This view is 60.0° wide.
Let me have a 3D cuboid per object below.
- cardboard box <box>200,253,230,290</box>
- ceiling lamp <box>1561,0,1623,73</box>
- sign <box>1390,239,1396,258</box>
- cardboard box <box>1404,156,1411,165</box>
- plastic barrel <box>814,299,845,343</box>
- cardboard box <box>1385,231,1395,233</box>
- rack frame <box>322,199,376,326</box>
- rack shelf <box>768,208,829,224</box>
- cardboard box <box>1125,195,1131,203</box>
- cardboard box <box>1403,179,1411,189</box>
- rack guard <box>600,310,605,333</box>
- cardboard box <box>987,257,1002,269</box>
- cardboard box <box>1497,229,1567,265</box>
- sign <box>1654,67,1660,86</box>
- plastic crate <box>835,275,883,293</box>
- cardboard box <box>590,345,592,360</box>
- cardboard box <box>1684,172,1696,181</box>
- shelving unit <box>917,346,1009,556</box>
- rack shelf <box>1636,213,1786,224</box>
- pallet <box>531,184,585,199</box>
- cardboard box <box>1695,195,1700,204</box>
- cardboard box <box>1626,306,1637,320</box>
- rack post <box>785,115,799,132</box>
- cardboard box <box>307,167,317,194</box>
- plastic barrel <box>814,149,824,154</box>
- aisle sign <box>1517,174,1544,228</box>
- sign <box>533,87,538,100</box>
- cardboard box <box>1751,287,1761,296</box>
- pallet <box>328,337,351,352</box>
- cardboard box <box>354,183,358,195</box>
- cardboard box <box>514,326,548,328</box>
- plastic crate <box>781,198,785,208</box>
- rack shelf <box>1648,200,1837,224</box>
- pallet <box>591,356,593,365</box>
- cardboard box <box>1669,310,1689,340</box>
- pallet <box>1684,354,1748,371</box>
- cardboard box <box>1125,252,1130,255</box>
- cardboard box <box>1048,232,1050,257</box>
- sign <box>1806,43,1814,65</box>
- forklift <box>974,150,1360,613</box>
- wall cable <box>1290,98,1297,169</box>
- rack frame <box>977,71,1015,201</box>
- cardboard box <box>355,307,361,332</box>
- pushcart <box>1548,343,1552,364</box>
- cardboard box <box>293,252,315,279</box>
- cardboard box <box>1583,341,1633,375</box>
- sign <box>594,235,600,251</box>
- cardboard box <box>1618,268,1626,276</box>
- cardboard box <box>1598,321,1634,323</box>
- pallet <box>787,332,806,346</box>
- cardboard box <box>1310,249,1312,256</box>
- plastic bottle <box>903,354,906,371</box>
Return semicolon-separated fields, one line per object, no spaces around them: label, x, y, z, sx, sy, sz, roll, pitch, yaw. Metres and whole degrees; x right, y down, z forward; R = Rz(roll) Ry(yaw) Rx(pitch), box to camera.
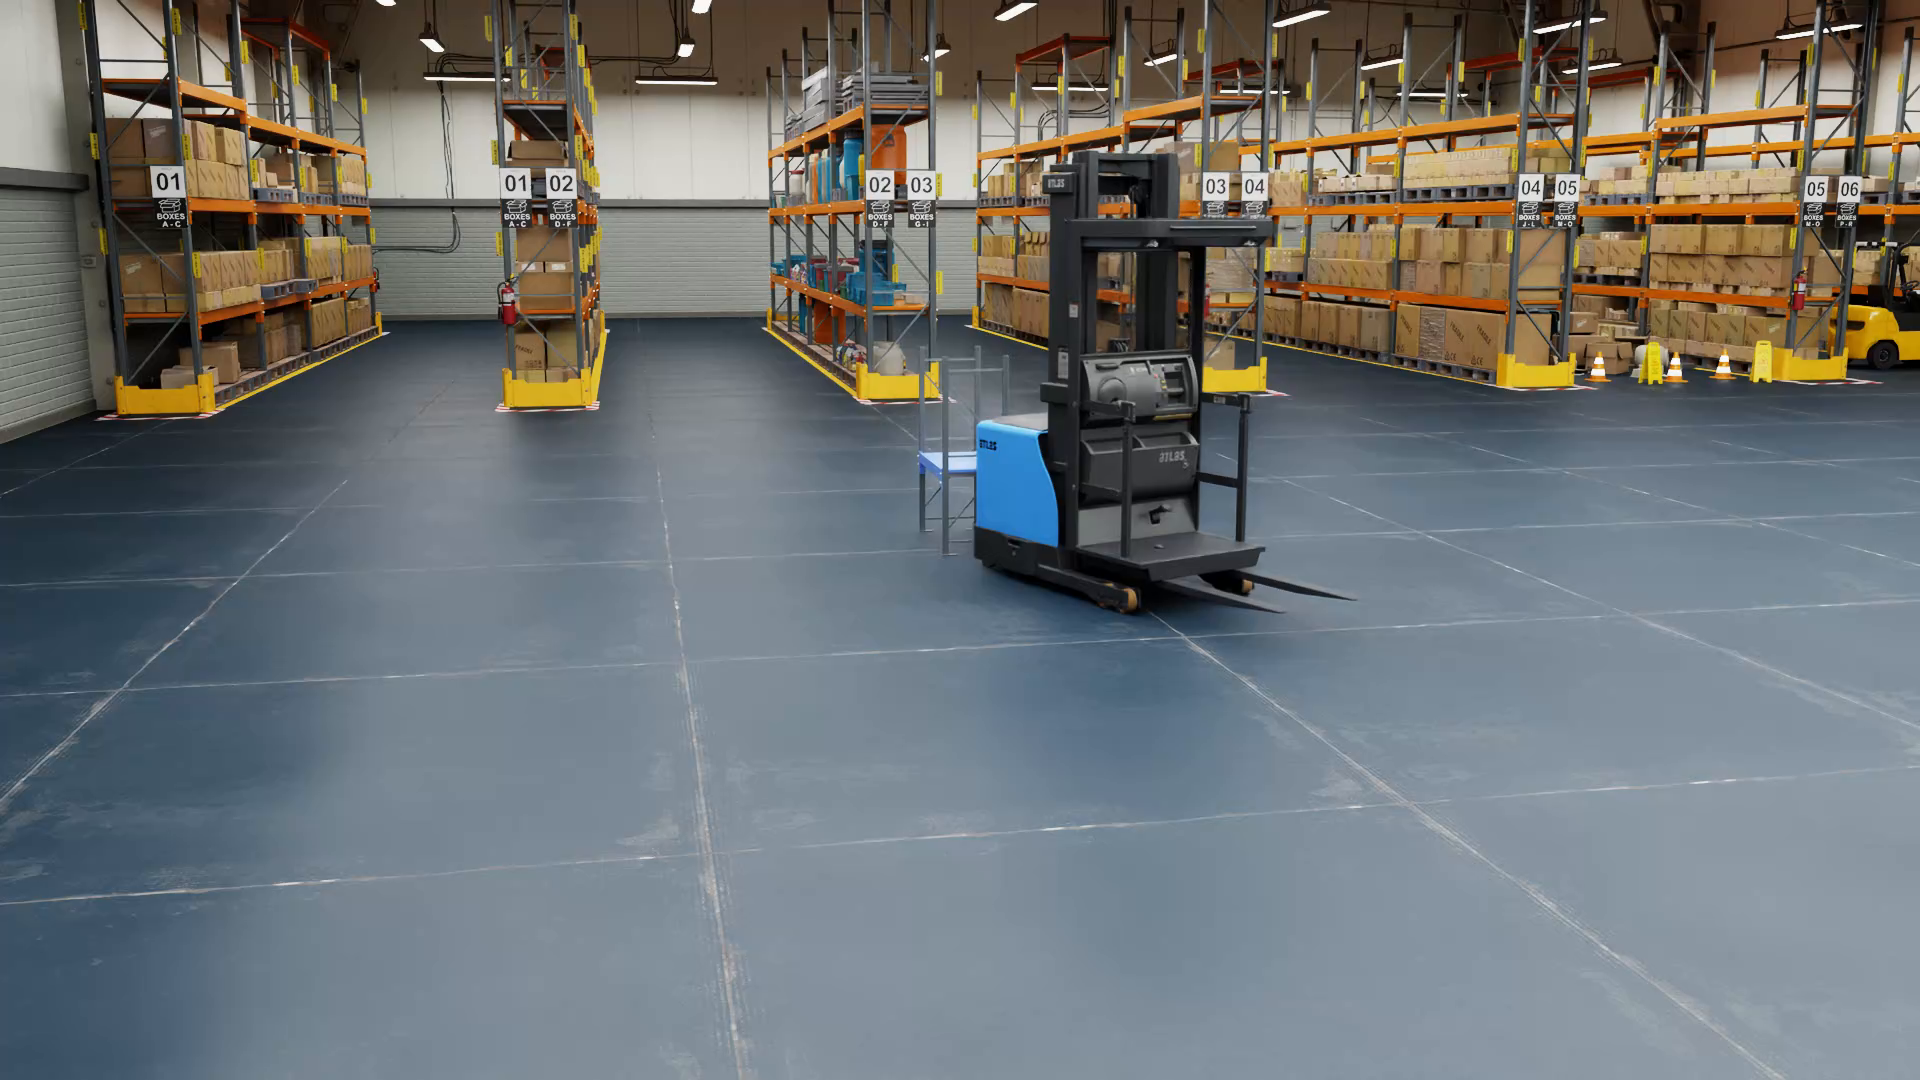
cardboard box;-10.539;-3.756;23.251;0.500;0.500;0.500;-2;11;-13
ceiling lamp;14.279;-12.031;36.728;0.800;3.185;2.000;-2;11;-11
sign;7.593;-5.111;29.144;0.100;0.325;0.005;-2;11;-11
cardboard box;7.861;-6.521;28.562;0.380;0.149;0.250;-2;11;-10
plastic barrel;-2.510;-4.224;32.048;0.600;0.830;0.708;-2;11;-11
cardboard box;10.654;-7.256;40.354;0.500;0.500;0.500;-2;11;-11
rack frame;-13.672;-6.102;37.232;1.000;3.000;0.127;-2;11;-11
rack shelf;-3.565;-7.215;36.984;1.077;0.370;4.000;-2;11;-11
cardboard box;3.075;-5.749;27.759;0.500;0.250;0.500;-3;11;-13
cardboard box;7.861;-6.129;28.637;0.380;0.149;0.250;-2;11;-12
rack guard;-8.799;-5.041;38.342;1.175;0.500;0.348;-2;11;-11
cardboard box;0.935;-6.429;38.559;0.500;0.250;0.500;-2;11;-13
cardboard box;8.867;-4.543;25.754;0.875;0.550;0.550;-2;11;-11
sign;12.416;-8.264;29.626;0.100;0.325;0.005;-2;11;-11
plastic crate;-1.643;-4.130;27.038;0.767;0.338;0.504;-2;11;-11
cardboard box;-6.413;-3.114;27.765;0.500;0.250;0.500;-2;11;-10
cardboard box;12.847;-6.329;28.944;0.380;0.149;0.250;-2;11;-11
shelving unit;0.017;-0.721;12.974;0.538;1.500;1.048;-2;11;-11
rack shelf;16.660;-7.203;36.922;1.077;0.370;4.000;-2;11;-11
pallet;-6.288;-5.356;25.529;1.003;0.211;1.213;-2;11;-11
cardboard box;12.983;-5.897;28.808;0.380;0.149;0.250;-2;11;-13
cardboard box;16.375;-5.465;39.956;0.500;0.311;0.500;-2;11;-9
rack post;-3.043;-8.483;33.899;0.937;0.300;0.954;-2;11;-12
cardboard box;-12.659;-6.842;31.653;0.700;0.500;0.500;-2;11;-12
plastic barrel;-2.506;-6.990;31.604;0.600;0.830;0.708;-2;11;-11
aisle sign;8.621;-5.123;25.135;0.394;0.787;0.004;-2;11;-11
sign;-8.571;-8.977;33.586;0.100;0.325;0.005;-2;11;-11
cardboard box;13.268;-4.096;27.364;0.380;0.149;0.250;-2;11;-12
pallet;-12.670;-3.859;32.909;1.003;0.211;1.213;-2;11;-11
cardboard box;-13.061;-7.442;35.260;0.500;0.250;0.500;-2;11;-13
cardboard box;-6.403;-2.934;24.815;0.500;0.500;0.500;-2;11;-11
plastic crate;-3.555;-7.164;35.360;0.450;0.188;0.662;-2;11;-11
rack shelf;13.348;-5.555;28.261;1.077;0.370;4.000;-2;11;-11
pallet;-7.136;-3.293;29.933;1.003;0.211;1.213;-2;11;-11
cardboard box;12.925;-3.810;29.415;0.500;0.500;0.500;-2;11;-9
pallet;13.365;-3.086;28.843;1.003;0.211;1.213;-2;11;-11
cardboard box;3.076;-5.036;27.895;0.500;0.500;0.500;-2;11;-11
cardboard box;2.210;-5.971;33.595;0.797;0.503;0.637;-2;11;-10
sign;13.189;-7.535;25.797;0.100;0.325;0.005;-2;11;-11
forklift;1.331;-1.067;10.964;1.130;2.935;3.031;-7;13;-33
wall cable;9.242;-10.983;46.831;0.463;3.000;0.029;-2;11;-11
rack frame;0.904;-9.589;39.510;1.000;3.000;0.127;-2;11;-11
cardboard box;-13.131;-4.674;35.292;0.700;0.500;0.500;-2;11;-10
pushcart;10.732;-3.421;30.163;1.648;0.377;0.936;-6;13;-31
cardboard box;-11.959;-4.938;30.001;0.500;0.500;0.500;-2;11;-9
cardboard box;10.912;-3.072;27.989;0.637;0.503;0.797;9;14;38
sign;-7.492;-6.138;34.329;0.100;0.325;0.005;-2;11;-11
cardboard box;12.554;-5.018;31.086;0.380;0.149;0.250;-2;11;-13
cardboard box;12.575;-4.072;32.474;0.950;0.372;0.625;-2;11;-9
pallet;-3.067;-4.215;34.780;1.003;0.211;1.213;-2;11;-11
cardboard box;7.347;-5.898;34.119;0.380;0.149;0.250;-2;11;-11
plastic bottle;-0.889;-2.747;25.728;0.097;0.271;0.097;0;11;0
